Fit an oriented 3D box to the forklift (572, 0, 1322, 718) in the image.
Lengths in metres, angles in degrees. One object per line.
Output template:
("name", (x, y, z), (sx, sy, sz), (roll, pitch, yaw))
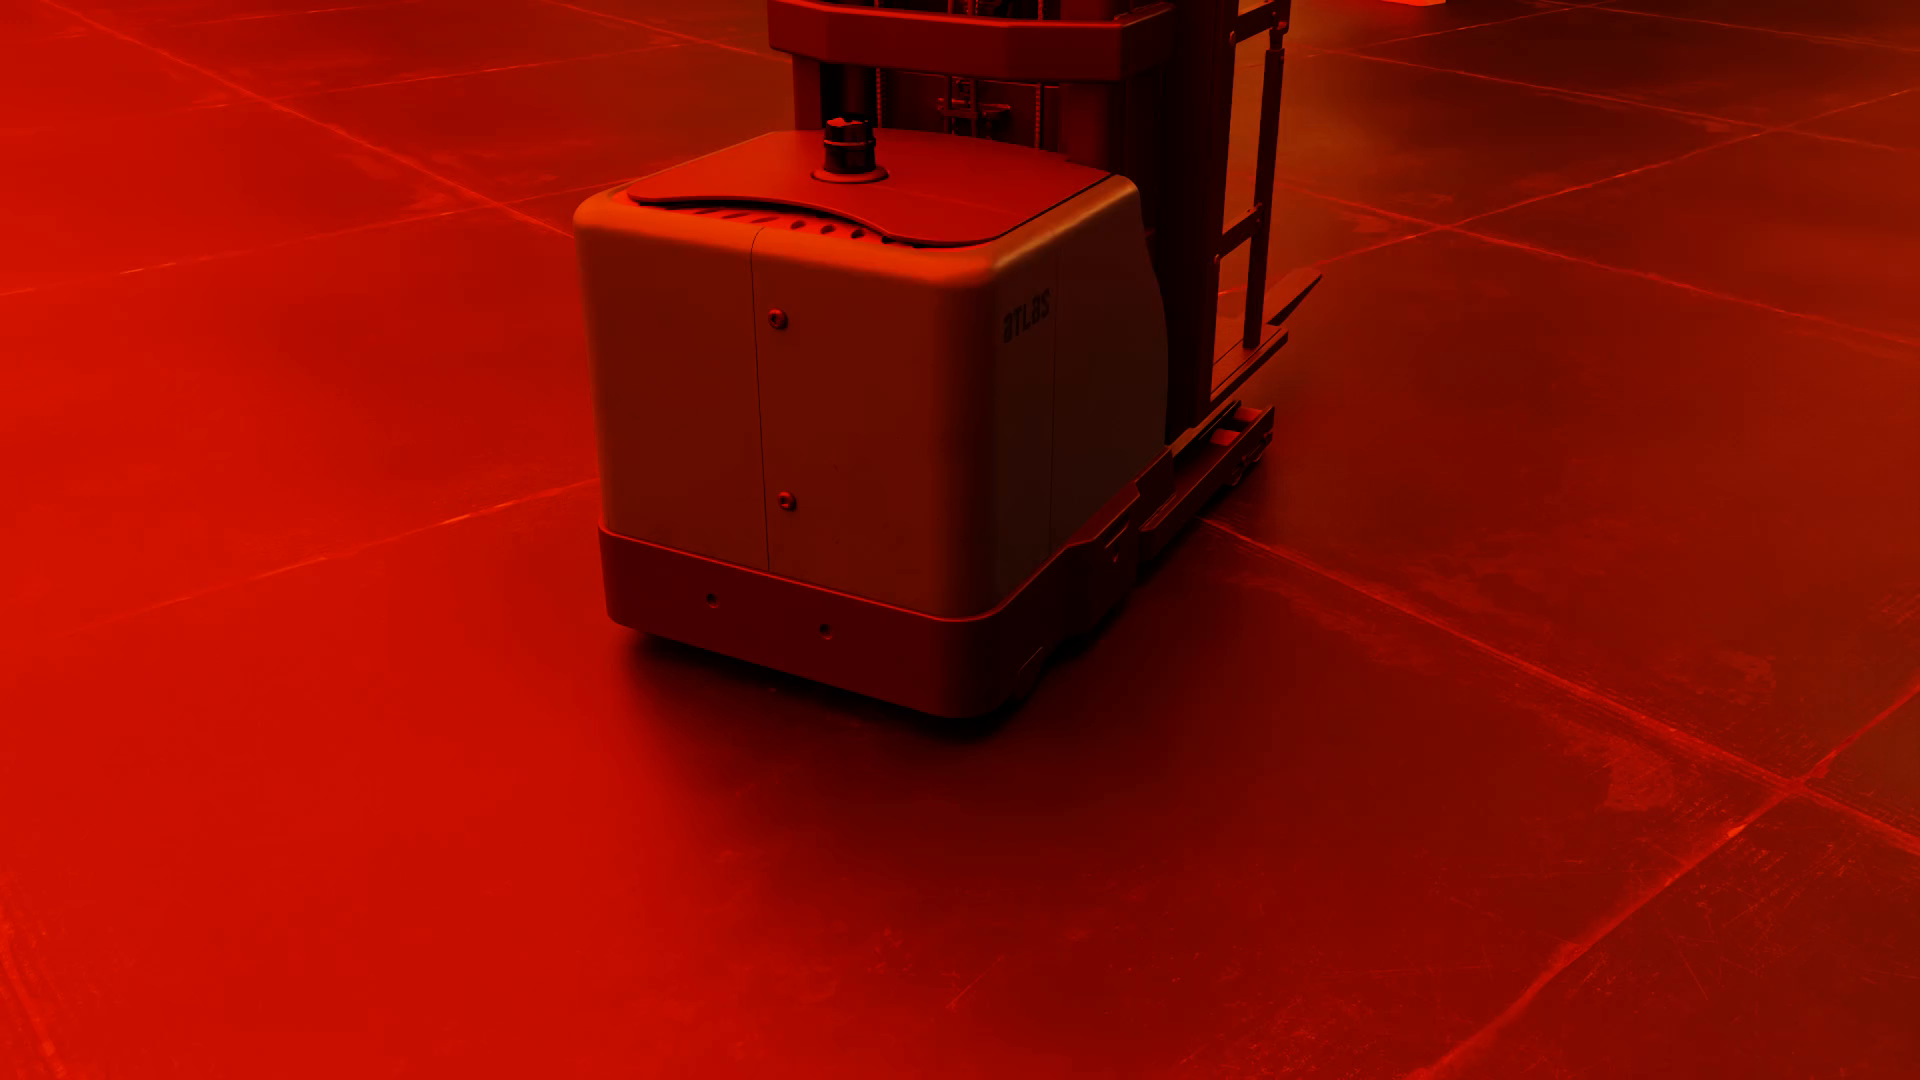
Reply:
("forklift", (0.285, -1.552, 4.331), (1.130, 2.935, 3.031), (13, 29, 25))
